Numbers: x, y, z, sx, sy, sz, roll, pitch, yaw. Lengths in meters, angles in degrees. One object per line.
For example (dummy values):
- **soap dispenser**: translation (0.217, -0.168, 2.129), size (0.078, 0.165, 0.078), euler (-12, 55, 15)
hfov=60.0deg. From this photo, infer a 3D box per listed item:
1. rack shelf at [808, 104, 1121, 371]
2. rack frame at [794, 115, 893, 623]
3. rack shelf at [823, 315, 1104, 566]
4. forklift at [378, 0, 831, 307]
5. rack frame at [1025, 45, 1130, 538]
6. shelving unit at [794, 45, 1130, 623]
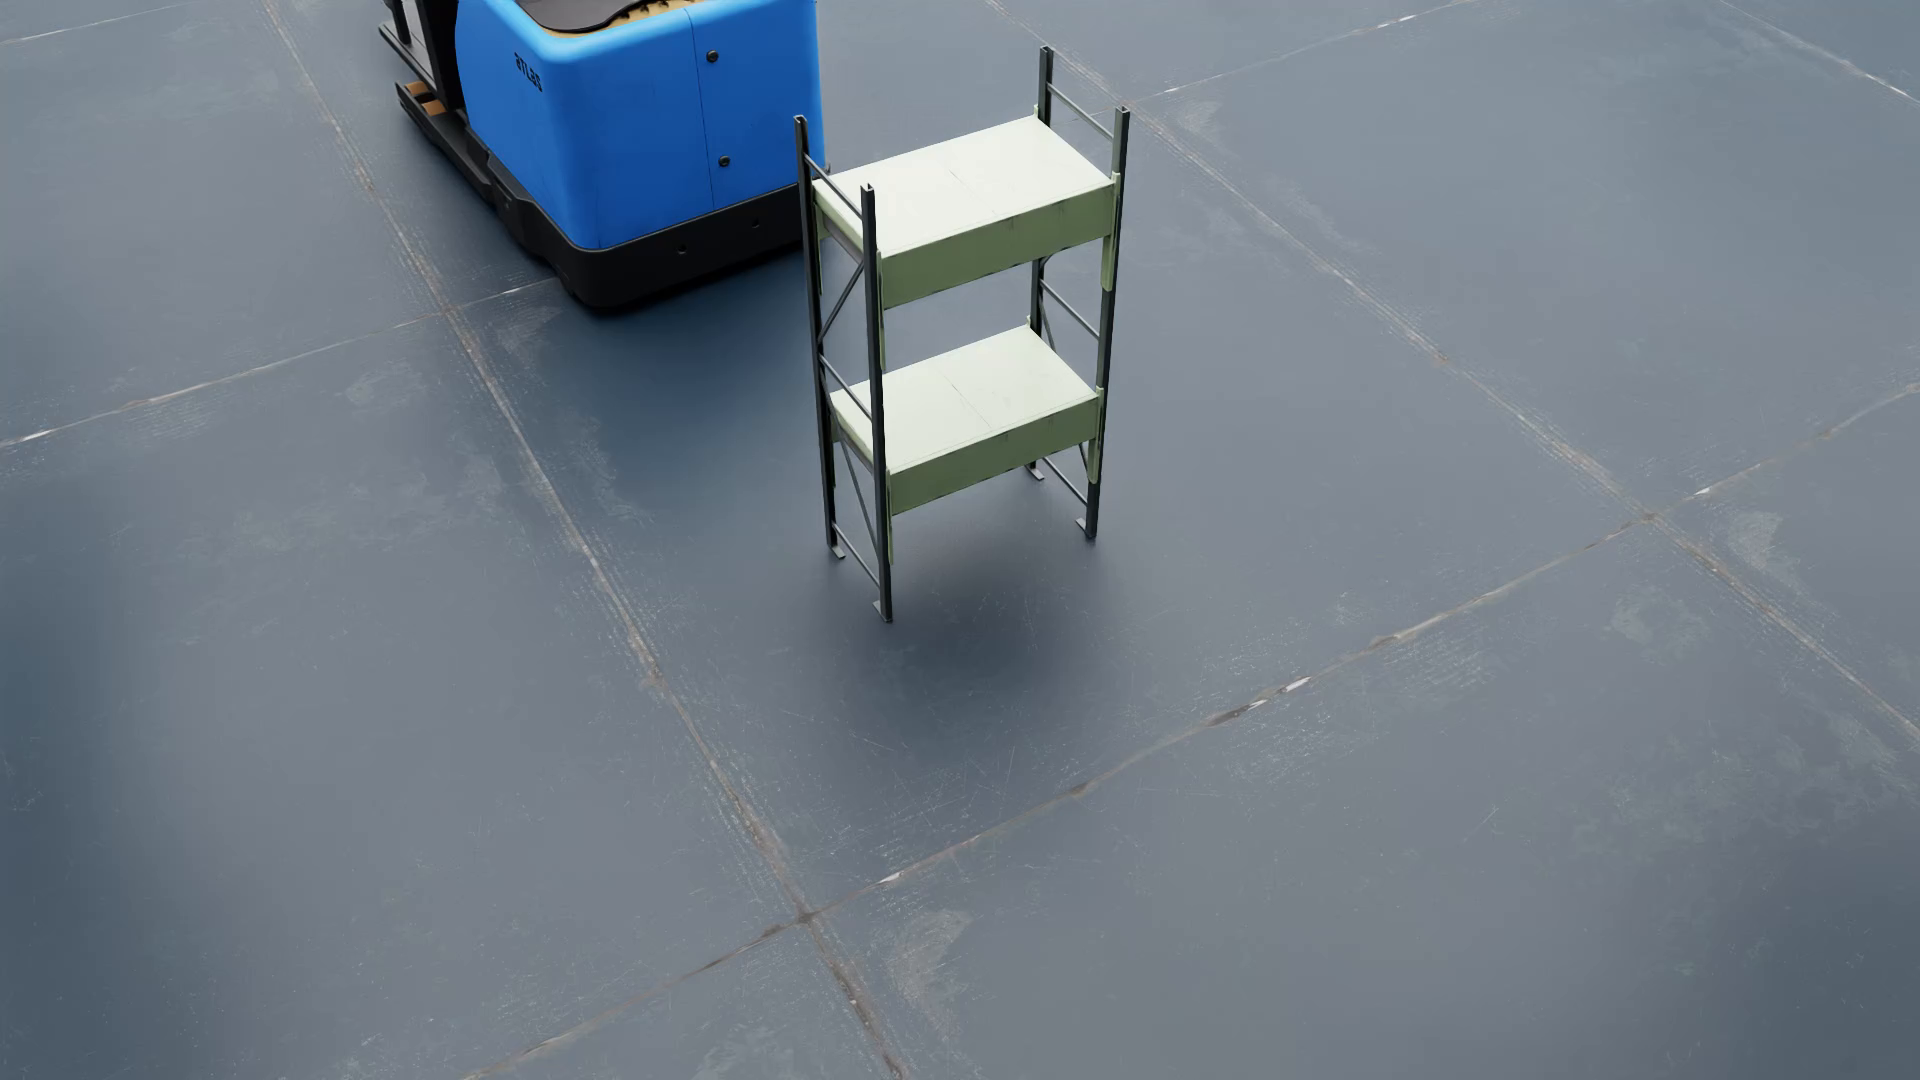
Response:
- **rack shelf**: translation (0.006, -0.821, 4.458), size (0.720, 0.370, 0.431), euler (-22, 48, -21)
- **rack frame**: translation (-0.312, -0.414, 4.599), size (0.023, 1.500, 0.400), euler (-22, 48, -21)
- **rack shelf**: translation (0.006, -0.307, 4.957), size (0.720, 0.370, 0.431), euler (-22, 48, -21)
- **forklift**: translation (-1.728, -2.891, 6.124), size (1.130, 2.935, 3.031), euler (-25, 49, -24)
- **rack frame**: translation (0.323, -0.668, 4.861), size (0.023, 1.500, 0.400), euler (-22, 48, -21)
- **shelving unit**: translation (0.006, -0.541, 4.730), size (0.755, 1.500, 0.431), euler (-22, 48, -21)
